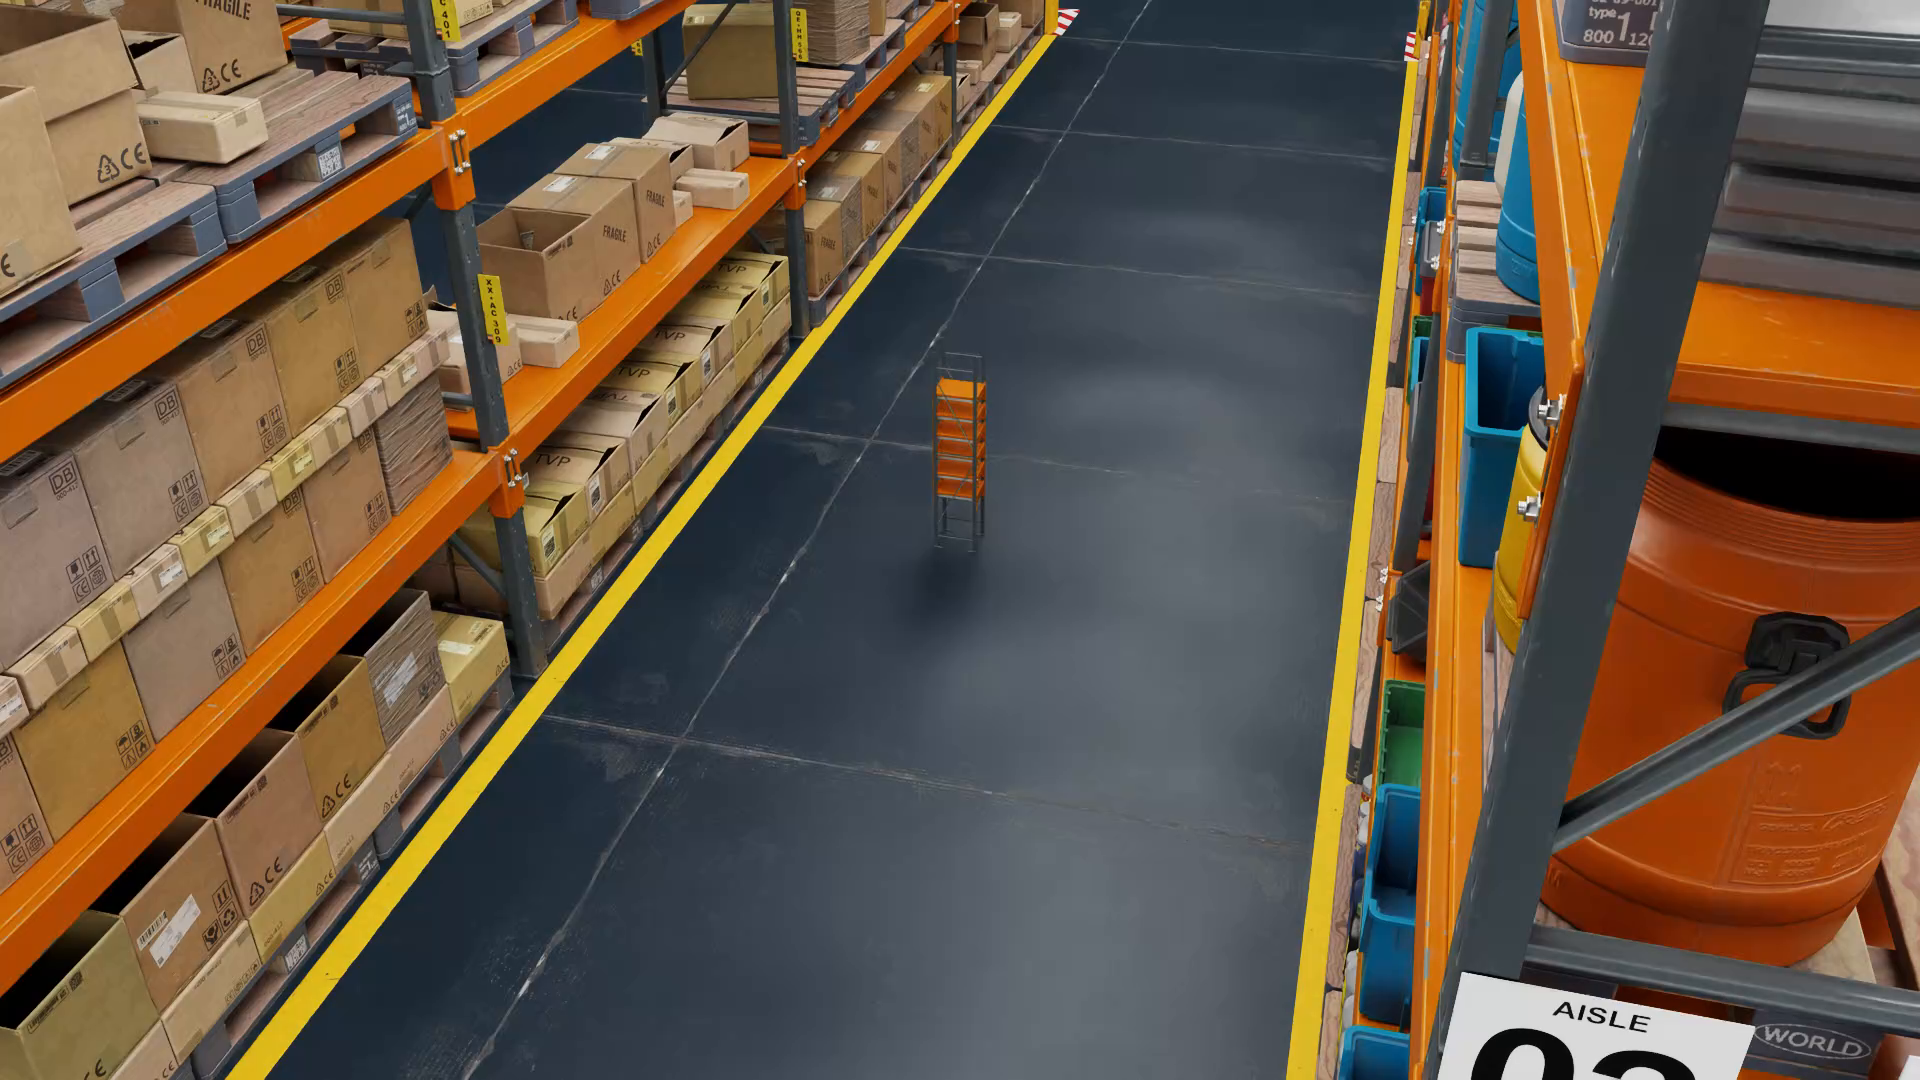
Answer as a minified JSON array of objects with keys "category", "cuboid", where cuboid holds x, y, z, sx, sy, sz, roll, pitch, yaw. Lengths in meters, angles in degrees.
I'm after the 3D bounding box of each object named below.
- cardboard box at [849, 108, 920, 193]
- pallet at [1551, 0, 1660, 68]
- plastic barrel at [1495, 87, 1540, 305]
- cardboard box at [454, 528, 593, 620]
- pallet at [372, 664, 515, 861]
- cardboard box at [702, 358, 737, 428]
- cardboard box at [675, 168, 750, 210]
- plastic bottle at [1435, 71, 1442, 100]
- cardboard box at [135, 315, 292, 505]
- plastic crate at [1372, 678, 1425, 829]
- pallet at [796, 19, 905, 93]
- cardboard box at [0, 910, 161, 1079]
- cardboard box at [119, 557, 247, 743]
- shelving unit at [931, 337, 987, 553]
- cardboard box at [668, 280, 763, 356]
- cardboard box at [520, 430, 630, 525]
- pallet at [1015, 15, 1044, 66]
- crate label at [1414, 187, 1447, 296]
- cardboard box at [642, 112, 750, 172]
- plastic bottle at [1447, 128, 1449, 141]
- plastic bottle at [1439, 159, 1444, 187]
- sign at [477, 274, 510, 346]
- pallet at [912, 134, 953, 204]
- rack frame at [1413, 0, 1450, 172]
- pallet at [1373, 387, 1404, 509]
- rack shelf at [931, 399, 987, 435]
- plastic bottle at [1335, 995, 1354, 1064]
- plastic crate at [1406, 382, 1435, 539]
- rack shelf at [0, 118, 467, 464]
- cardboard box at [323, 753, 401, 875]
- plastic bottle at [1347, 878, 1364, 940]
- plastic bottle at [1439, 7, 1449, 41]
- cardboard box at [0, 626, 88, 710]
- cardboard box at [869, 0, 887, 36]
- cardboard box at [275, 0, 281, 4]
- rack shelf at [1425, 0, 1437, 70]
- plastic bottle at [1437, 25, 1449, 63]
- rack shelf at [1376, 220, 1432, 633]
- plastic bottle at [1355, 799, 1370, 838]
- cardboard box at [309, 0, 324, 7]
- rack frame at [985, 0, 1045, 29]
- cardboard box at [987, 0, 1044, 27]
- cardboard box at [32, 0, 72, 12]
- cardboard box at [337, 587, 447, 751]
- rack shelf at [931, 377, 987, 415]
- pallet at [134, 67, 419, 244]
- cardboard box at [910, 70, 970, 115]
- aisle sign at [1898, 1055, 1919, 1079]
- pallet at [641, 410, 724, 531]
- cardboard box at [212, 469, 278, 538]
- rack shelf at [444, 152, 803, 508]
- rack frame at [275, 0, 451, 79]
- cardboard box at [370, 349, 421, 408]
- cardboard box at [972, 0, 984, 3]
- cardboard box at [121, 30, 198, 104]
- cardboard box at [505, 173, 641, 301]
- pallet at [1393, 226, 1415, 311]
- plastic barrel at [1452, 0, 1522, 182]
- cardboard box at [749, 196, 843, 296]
[{"category":"cardboard box","cuboid":[-0.637,-3.142,13.387,0.500,0.500,0.500,8,33,13]},{"category":"pallet","cuboid":[1.742,-1.211,3.386,1.003,0.211,1.213,8,33,12]},{"category":"plastic barrel","cuboid":[1.876,-1.147,4.674,0.600,0.901,0.708,8,33,12]},{"category":"cardboard box","cuboid":[-2.216,0.137,8.480,0.500,0.250,0.500,7,33,11]},{"category":"pallet","cuboid":[-2.800,0.913,7.687,1.003,0.211,1.213,8,33,12]},{"category":"cardboard box","cuboid":[-1.698,-0.929,10.156,0.500,0.250,0.500,9,33,13]},{"category":"cardboard box","cuboid":[-1.504,-2.136,10.118,0.380,0.149,0.250,8,33,12]},{"category":"plastic bottle","cuboid":[3.402,-3.196,11.670,0.097,0.271,0.097,0,32,0]},{"category":"cardboard box","cuboid":[-2.919,-0.507,6.019,0.700,0.500,0.500,8,33,12]},{"category":"plastic crate","cuboid":[1.615,0.761,5.525,0.450,0.188,0.662,8,33,12]},{"category":"pallet","cuboid":[-1.054,-3.675,12.484,1.003,0.211,1.213,8,33,12]},{"category":"cardboard box","cuboid":[-3.097,1.564,5.537,0.500,0.500,0.500,8,33,12]},{"category":"cardboard box","cuboid":[-3.052,0.318,5.930,0.700,0.500,0.500,9,34,14]},{"category":"shelving unit","cuboid":[-0.004,-0.499,8.986,0.258,1.200,0.189,8,33,12]},{"category":"cardboard box","cuboid":[-1.563,-1.424,10.413,0.500,0.311,0.500,8,33,12]},{"category":"cardboard box","cuboid":[-2.080,-0.364,8.745,0.500,0.311,0.500,8,33,12]},{"category":"pallet","cuboid":[0.267,-5.268,17.410,1.003,0.211,1.213,8,33,12]},{"category":"crate label","cuboid":[2.734,-1.606,9.018,0.502,0.435,0.616,8,33,12]},{"category":"cardboard box","cuboid":[-1.677,-2.526,10.581,0.500,0.311,0.500,10,34,15]},{"category":"plastic bottle","cuboid":[3.092,-2.562,10.674,0.097,0.271,0.097,0,32,0]},{"category":"plastic bottle","cuboid":[2.937,-2.289,10.233,0.061,0.283,0.133,8,33,12]},{"category":"sign","cuboid":[-2.021,-0.995,7.208,0.100,0.325,0.005,8,33,12]},{"category":"pallet","cuboid":[-0.698,-3.218,14.186,1.003,0.211,1.213,8,33,12]},{"category":"rack frame","cuboid":[4.262,-4.146,13.046,1.000,3.000,0.127,8,33,12]},{"category":"pallet","cuboid":[3.013,-0.497,9.904,1.003,0.211,1.213,8,33,12]},{"category":"rack shelf","cuboid":[-0.004,-0.664,8.881,0.258,0.103,0.180,8,33,12]},{"category":"plastic bottle","cuboid":[1.423,1.715,5.885,0.144,0.351,0.185,9,34,14]},{"category":"plastic crate","cuboid":[2.059,-0.314,6.959,0.402,0.464,0.583,8,33,12]},{"category":"rack shelf","cuboid":[-3.066,-0.595,5.335,1.077,0.370,4.000,8,33,12]},{"category":"cardboard box","cuboid":[-2.713,1.102,6.962,0.500,0.250,0.500,8,33,12]},{"category":"plastic bottle","cuboid":[1.578,1.398,6.384,0.144,0.351,0.185,7,33,10]},{"category":"plastic bottle","cuboid":[3.757,-3.965,12.869,0.061,0.283,0.133,8,33,12]},{"category":"cardboard box","cuboid":[-3.005,0.379,5.230,0.380,0.149,0.250,7,33,11]},{"category":"cardboard box","cuboid":[-0.916,-4.117,12.515,0.700,0.500,0.500,0,32,0]},{"category":"cardboard box","cuboid":[-5.696,-4.340,12.962,0.500,0.500,0.500,8,33,12]},{"category":"rack shelf","cuboid":[4.770,-4.880,14.871,1.077,0.370,4.000,8,33,12]},{"category":"plastic bottle","cuboid":[3.684,-3.715,12.484,0.152,0.276,0.135,8,33,12]},{"category":"rack shelf","cuboid":[2.740,-0.729,8.341,1.077,0.370,4.000,8,33,12]},{"category":"plastic bottle","cuboid":[1.702,1.159,6.899,0.097,0.201,0.097,0,32,0]},{"category":"cardboard box","cuboid":[-5.497,-4.530,13.865,0.380,0.149,0.250,7,33,11]},{"category":"rack frame","cuboid":[0.487,-6.898,17.375,1.000,3.000,0.127,8,33,12]},{"category":"cardboard box","cuboid":[0.588,-5.713,17.431,0.500,0.500,0.500,8,33,12]},{"category":"cardboard box","cuboid":[-6.445,-3.402,11.371,0.700,0.500,0.500,4,33,7]},{"category":"cardboard box","cuboid":[-2.602,0.524,7.172,0.500,0.500,0.500,8,33,12]},{"category":"rack shelf","cuboid":[-0.004,-0.765,8.817,0.258,0.103,0.180,8,33,12]},{"category":"pallet","cuboid":[-2.749,-1.453,6.096,1.003,0.211,1.213,8,33,12]},{"category":"cardboard box","cuboid":[-0.212,-4.062,15.009,0.500,0.311,0.500,8,33,12]},{"category":"aisle sign","cuboid":[1.482,1.061,2.431,0.394,0.787,0.004,8,33,12]},{"category":"pallet","cuboid":[-2.101,-0.517,9.936,1.003,0.211,1.213,8,33,12]},{"category":"cardboard box","cuboid":[-2.743,-0.158,6.074,0.380,0.149,0.250,9,34,14]},{"category":"rack shelf","cuboid":[-2.050,-1.405,9.405,1.077,0.370,4.000,8,33,12]},{"category":"rack frame","cuboid":[-2.558,-3.203,5.970,1.000,3.000,0.127,8,33,12]},{"category":"cardboard box","cuboid":[-2.484,-0.689,6.909,0.380,0.149,0.250,7,33,11]},{"category":"cardboard box","cuboid":[-0.052,-5.420,17.203,0.500,0.250,0.500,8,33,12]},{"category":"cardboard box","cuboid":[-3.078,-1.630,5.853,0.500,0.311,0.500,6,33,10]},{"category":"cardboard box","cuboid":[-2.087,-1.643,9.015,0.500,0.500,0.500,8,33,12]},{"category":"pallet","cuboid":[3.719,-1.939,12.174,1.003,0.211,1.213,8,33,12]},{"category":"plastic barrel","cuboid":[2.151,-1.765,6.038,0.600,0.901,0.708,8,33,12]},{"category":"cardboard box","cuboid":[-1.151,-2.075,11.707,0.500,0.500,0.500,9,34,14]}]
